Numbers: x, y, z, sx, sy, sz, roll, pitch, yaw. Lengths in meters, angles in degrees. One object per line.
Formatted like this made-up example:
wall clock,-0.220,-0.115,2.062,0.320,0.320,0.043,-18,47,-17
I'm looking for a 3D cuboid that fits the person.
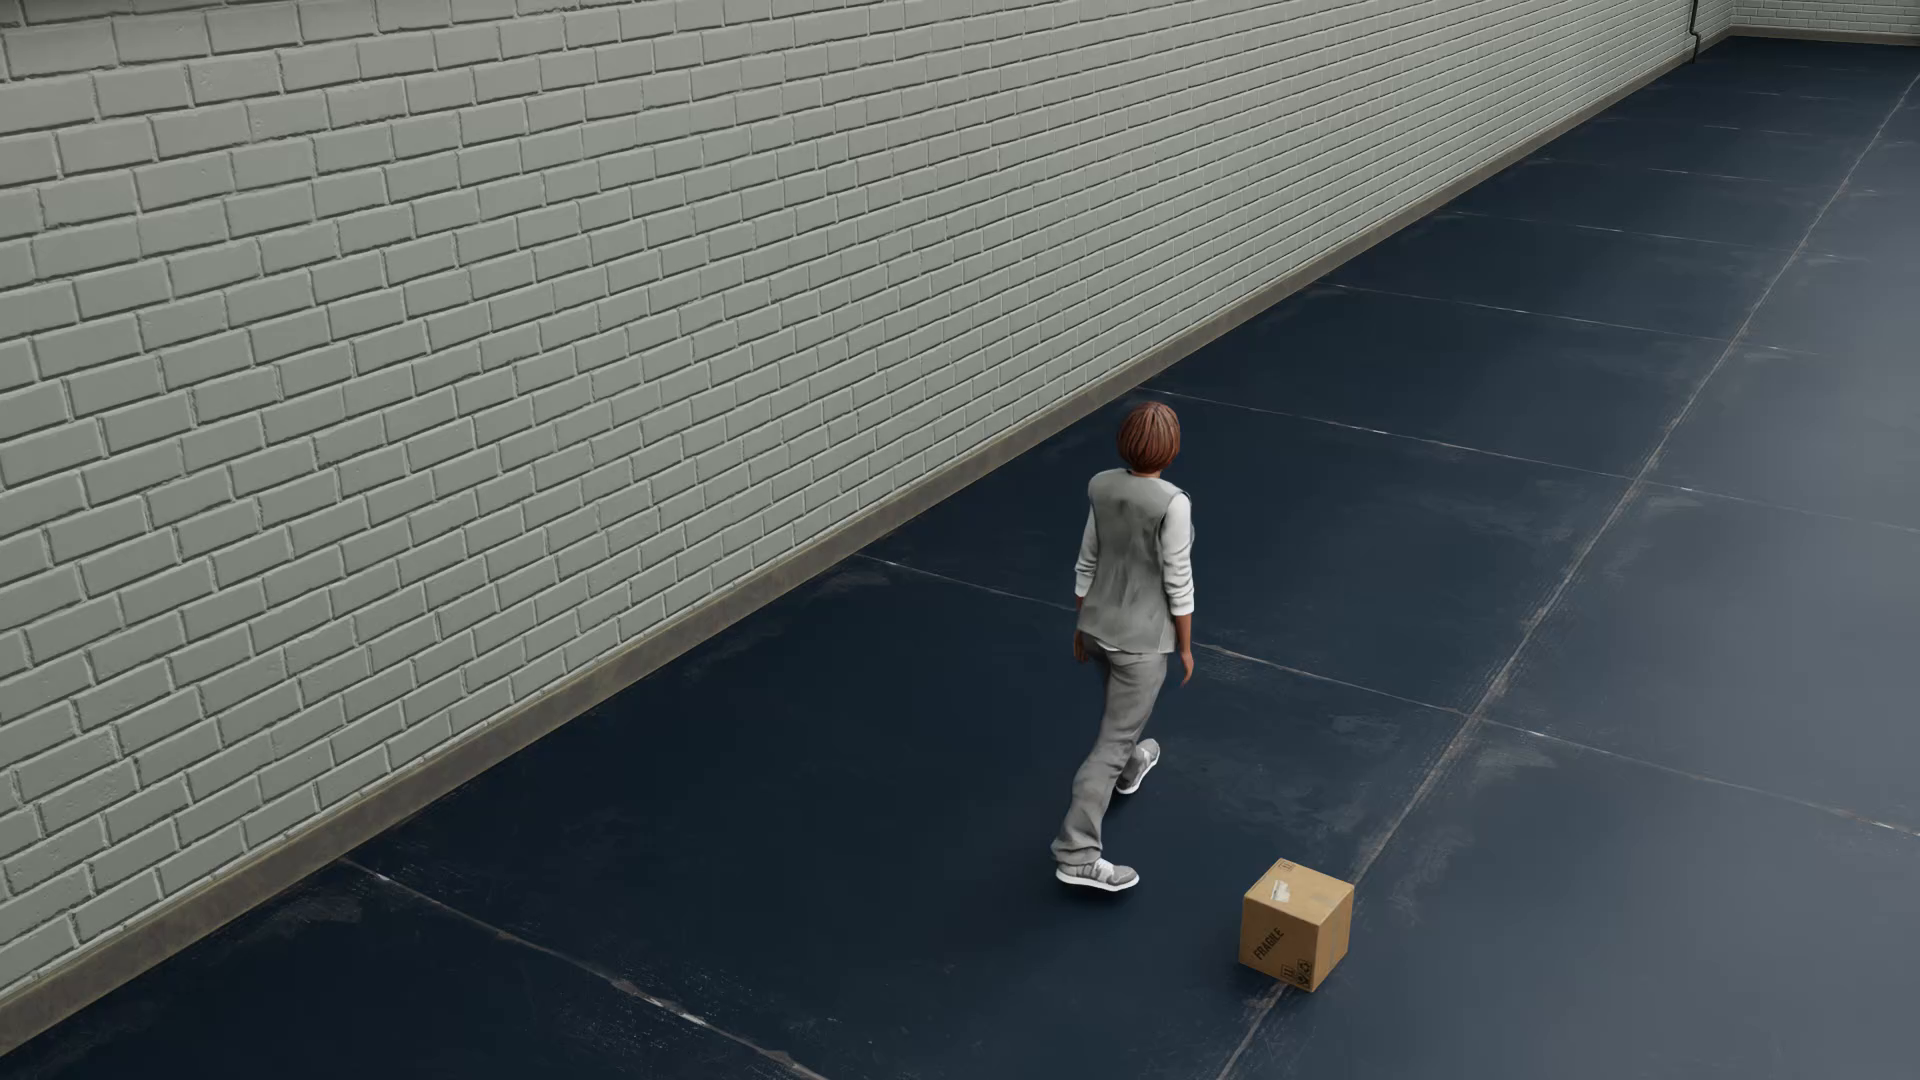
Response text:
person,0.564,0.297,5.430,0.815,1.537,0.554,-19,30,-36
